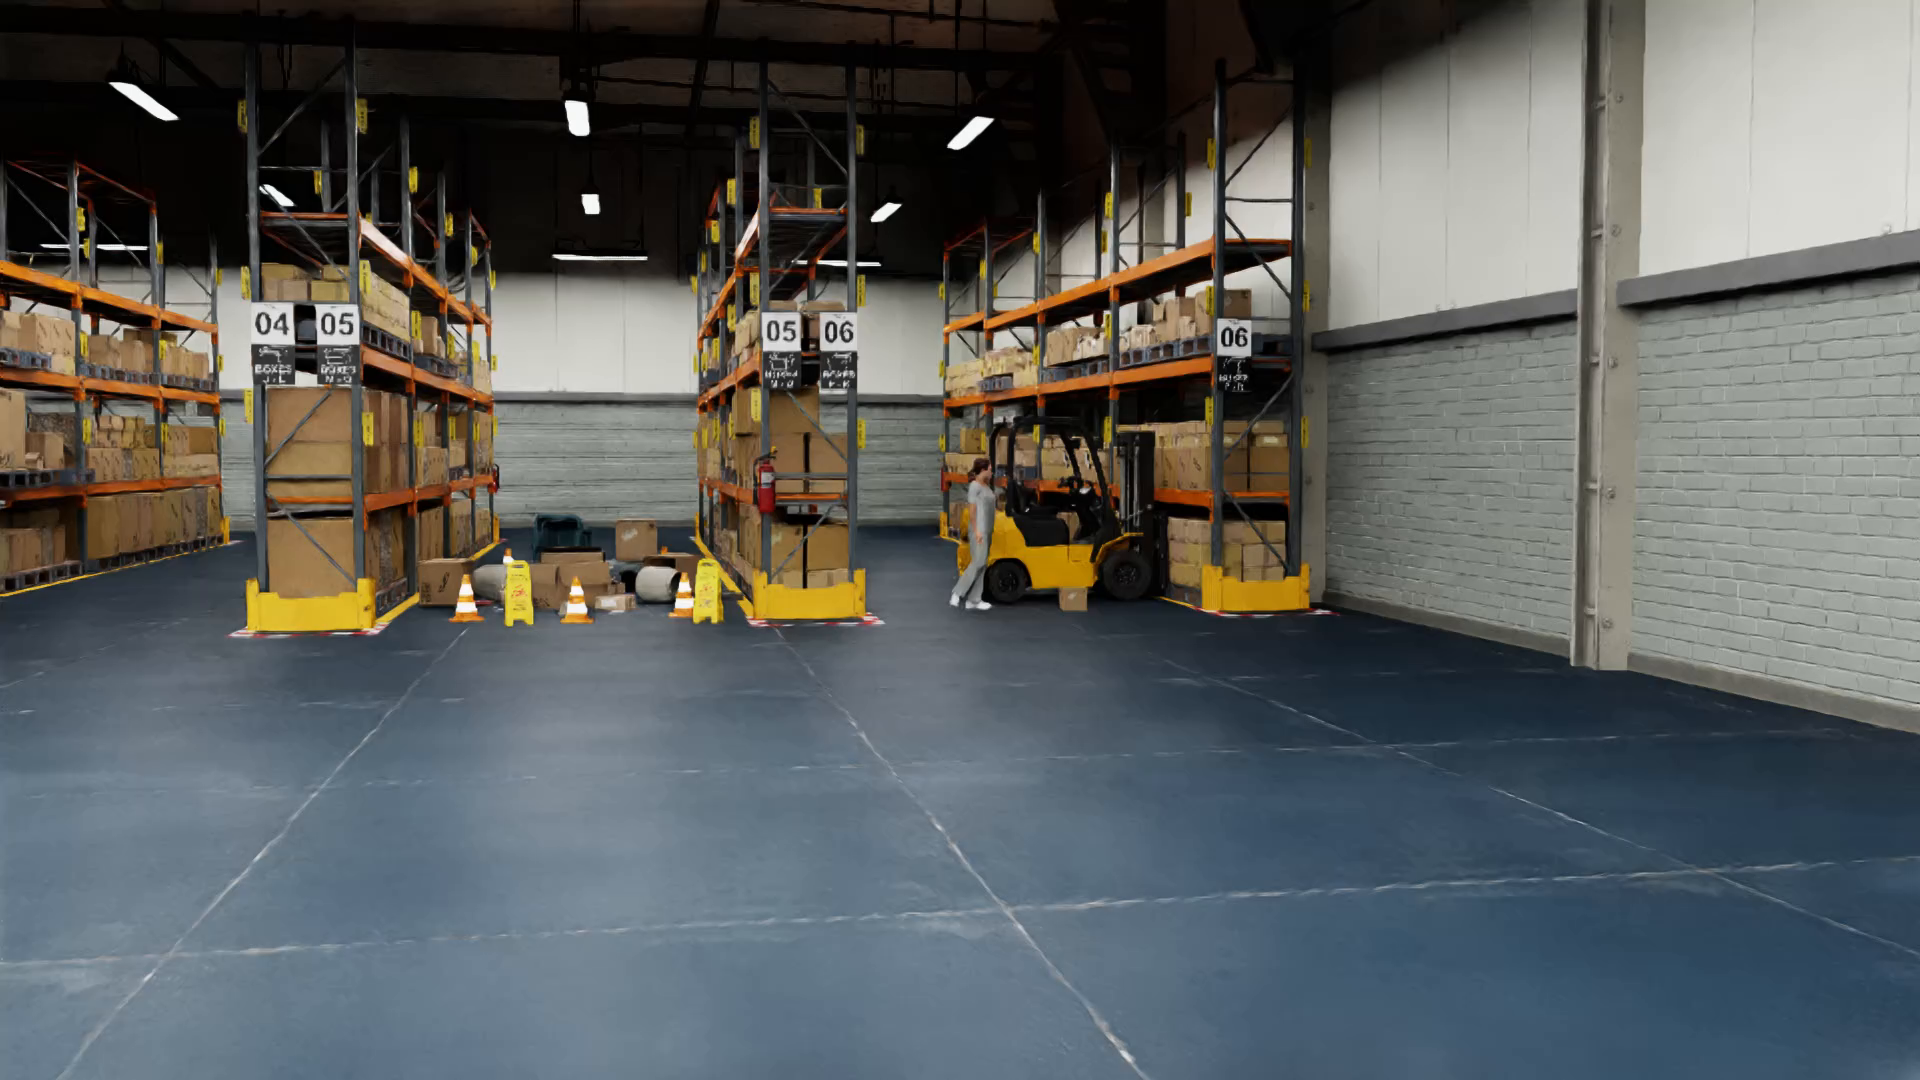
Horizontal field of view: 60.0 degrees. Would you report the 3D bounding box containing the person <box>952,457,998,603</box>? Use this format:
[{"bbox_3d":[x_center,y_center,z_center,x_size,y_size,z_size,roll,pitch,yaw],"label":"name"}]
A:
[{"bbox_3d":[0.177,-0.108,18.271,0.421,1.597,0.521,2,3,26],"label":"person"}]
